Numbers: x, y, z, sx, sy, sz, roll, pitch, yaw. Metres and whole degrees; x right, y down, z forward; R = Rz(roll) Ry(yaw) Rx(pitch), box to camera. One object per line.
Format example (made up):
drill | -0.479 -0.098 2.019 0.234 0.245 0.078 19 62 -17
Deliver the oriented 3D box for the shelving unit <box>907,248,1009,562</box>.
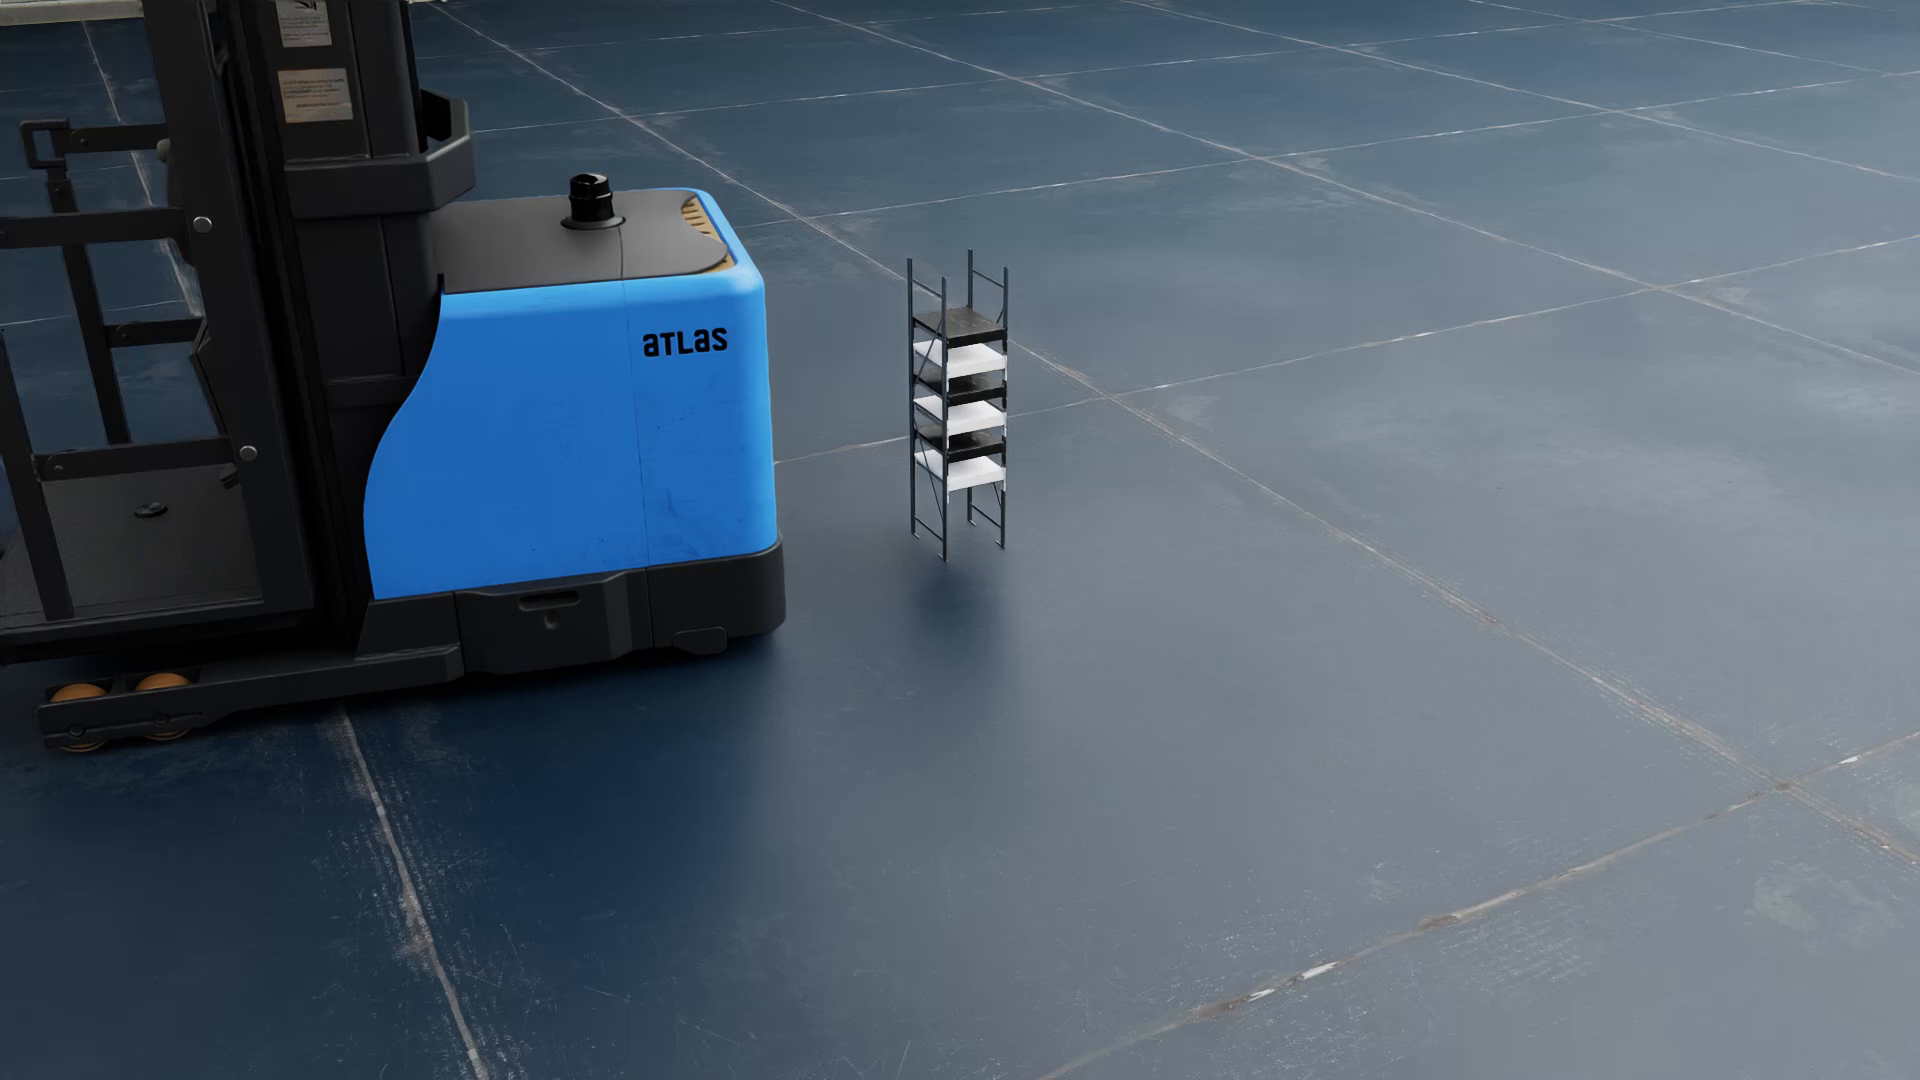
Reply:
shelving unit | -0.007 -0.404 5.052 0.210 0.900 0.258 -13 29 -25

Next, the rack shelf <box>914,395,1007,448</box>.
rack shelf | -0.007 -0.374 5.066 0.200 0.077 0.258 -13 29 -25

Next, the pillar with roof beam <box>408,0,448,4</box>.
pillar with roof beam | -3.199 -7.665 10.819 0.400 9.000 9.100 -13 29 -25

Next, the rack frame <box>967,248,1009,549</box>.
rack frame | 0.083 -0.425 5.095 0.006 0.900 0.240 -13 29 -25

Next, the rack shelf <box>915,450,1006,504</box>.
rack shelf | -0.007 -0.212 5.144 0.200 0.077 0.258 -13 29 -25

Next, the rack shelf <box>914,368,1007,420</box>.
rack shelf | -0.007 -0.455 5.027 0.200 0.077 0.258 -13 29 -25

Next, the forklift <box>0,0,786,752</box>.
forklift | -2.060 -1.047 4.043 3.031 2.935 1.130 -7 27 -14

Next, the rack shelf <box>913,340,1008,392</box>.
rack shelf | -0.007 -0.536 4.988 0.200 0.077 0.258 -13 29 -25

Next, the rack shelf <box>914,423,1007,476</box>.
rack shelf | -0.007 -0.293 5.105 0.200 0.077 0.258 -13 29 -25

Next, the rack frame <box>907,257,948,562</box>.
rack frame | -0.097 -0.383 5.009 0.006 0.900 0.240 -13 29 -25

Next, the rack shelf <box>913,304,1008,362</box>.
rack shelf | -0.007 -0.617 4.949 0.200 0.077 0.258 -13 29 -25
